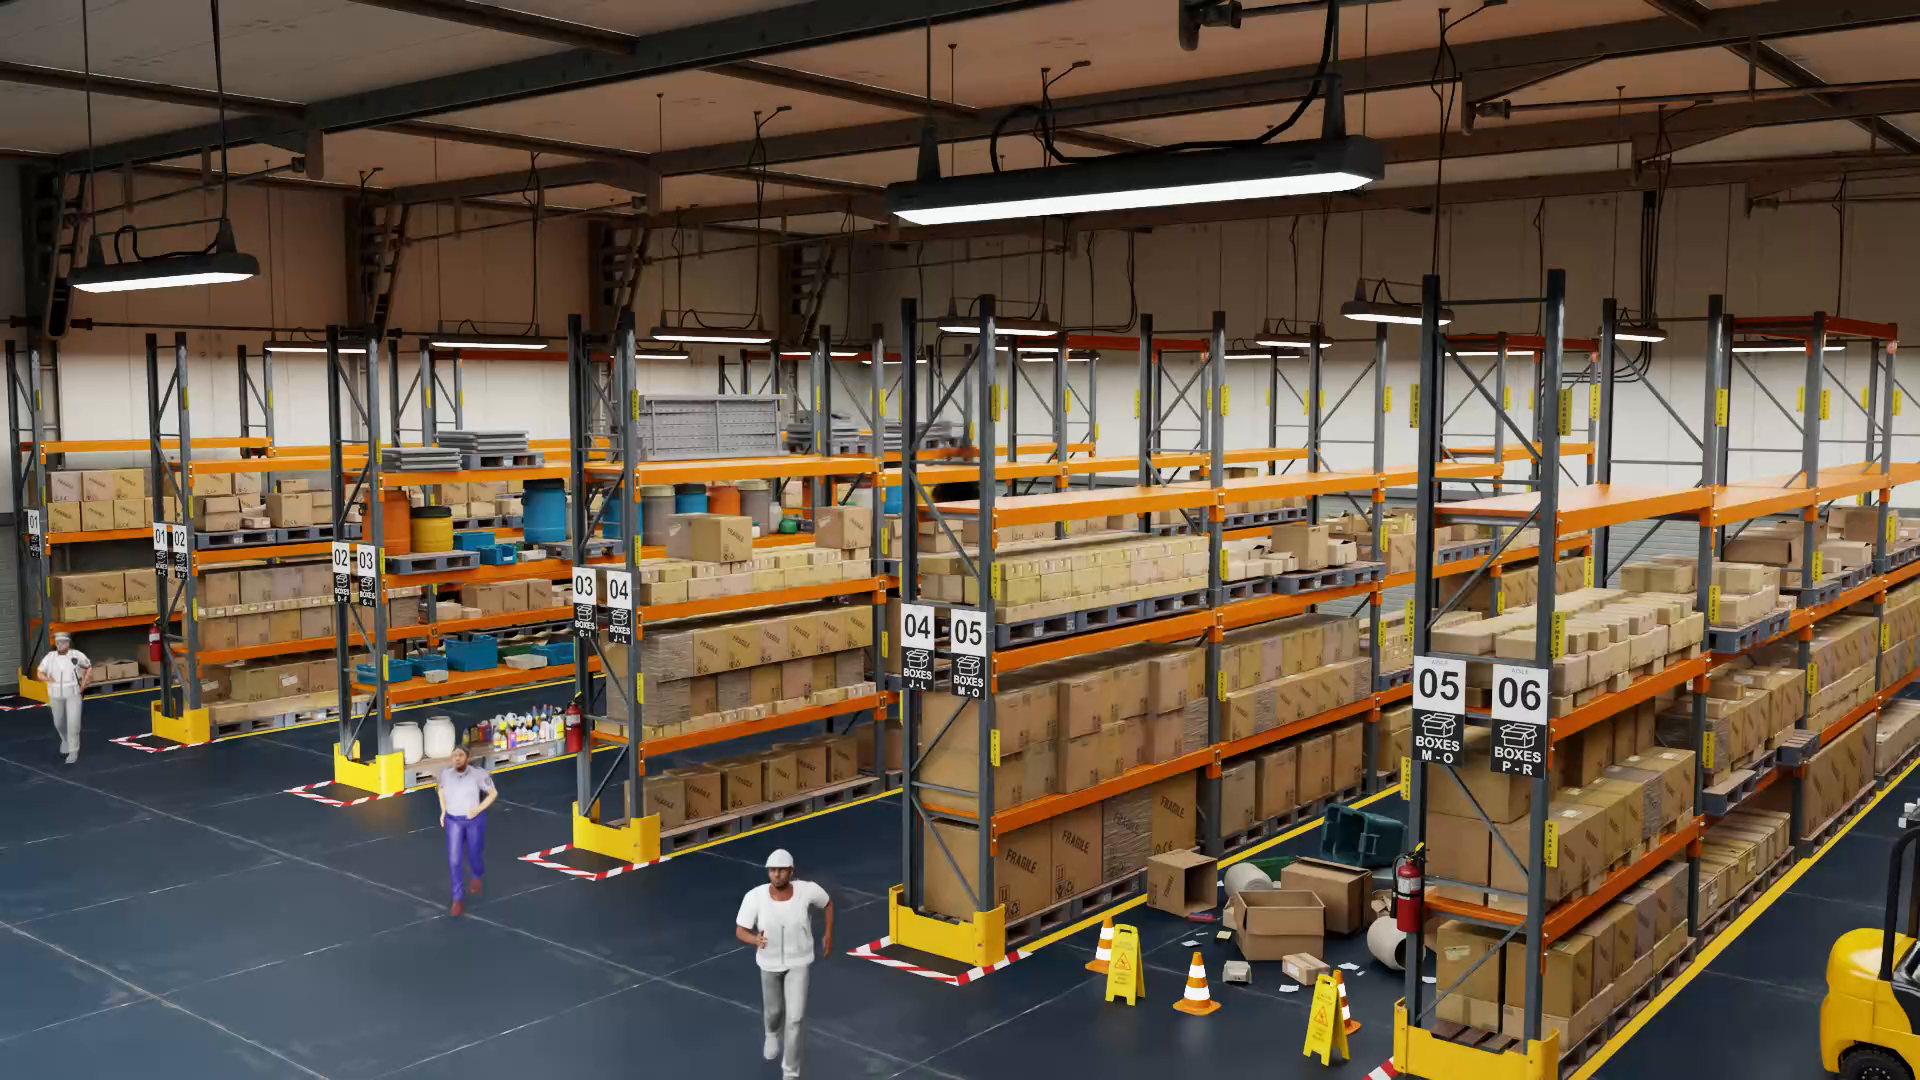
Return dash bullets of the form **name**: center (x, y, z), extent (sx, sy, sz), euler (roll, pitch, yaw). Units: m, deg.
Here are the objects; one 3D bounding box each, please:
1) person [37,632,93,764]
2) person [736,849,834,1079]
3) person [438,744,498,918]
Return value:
- **person**: center (-12.542, 2.173, 23.309), extent (0.680, 1.798, 0.907), euler (-2, 6, -24)
- **person**: center (-1.303, 3.169, 12.411), extent (0.710, 1.805, 0.940), euler (0, 5, 0)
- **person**: center (-4.924, 2.862, 16.645), extent (0.603, 1.673, 0.792), euler (-1, 5, -7)
